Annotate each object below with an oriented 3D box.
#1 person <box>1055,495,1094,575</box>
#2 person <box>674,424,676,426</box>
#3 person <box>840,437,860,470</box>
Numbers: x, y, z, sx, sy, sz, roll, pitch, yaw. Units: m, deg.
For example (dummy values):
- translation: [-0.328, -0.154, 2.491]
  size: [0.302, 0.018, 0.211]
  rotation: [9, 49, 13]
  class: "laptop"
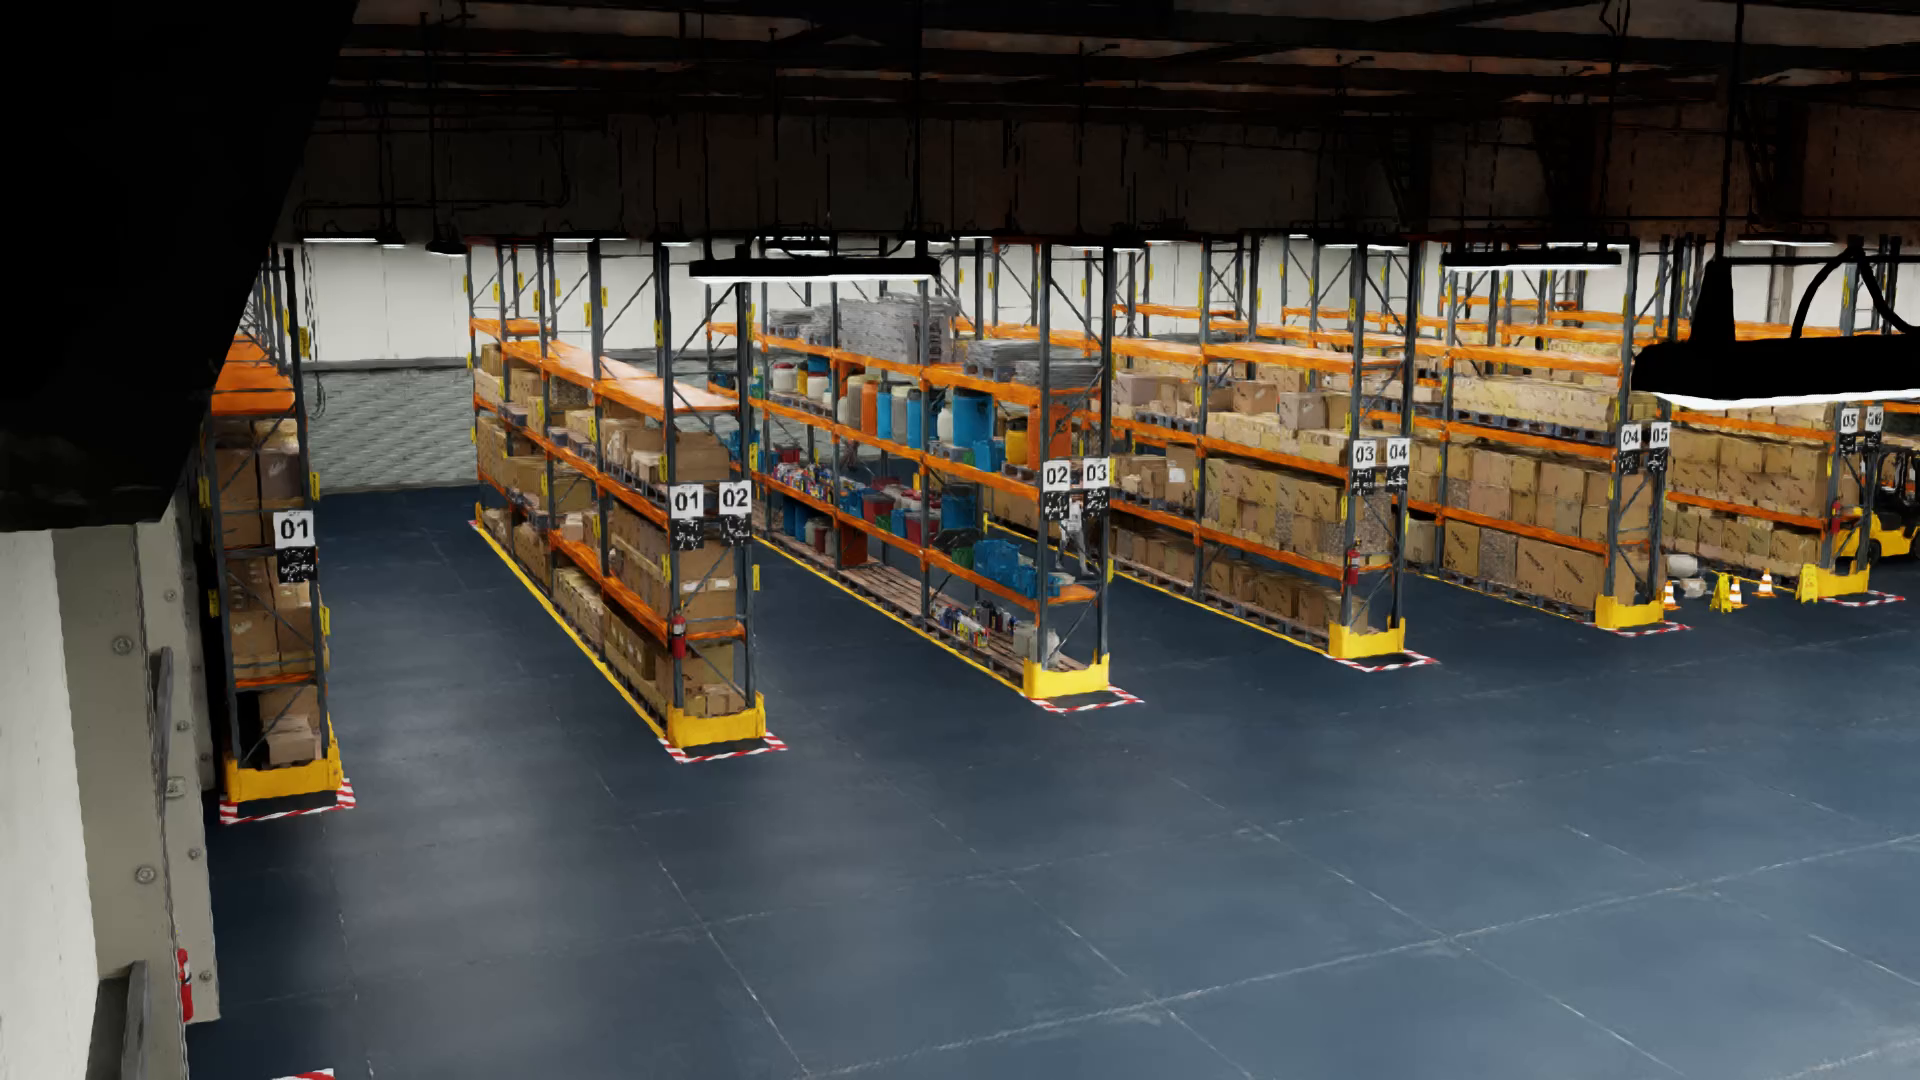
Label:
- translation: [2.011, -0.192, 29.840]
  size: [0.495, 1.589, 1.086]
  rotation: [-4, 12, -21]
  class: "person"
- translation: [-7.038, -2.256, 40.218]
  size: [0.968, 1.747, 0.593]
  rotation: [10, 15, 42]
  class: "person"
- translation: [-2.805, -2.621, 42.136]
  size: [0.518, 1.711, 0.706]
  rotation: [5, 12, 24]
  class: "person"
